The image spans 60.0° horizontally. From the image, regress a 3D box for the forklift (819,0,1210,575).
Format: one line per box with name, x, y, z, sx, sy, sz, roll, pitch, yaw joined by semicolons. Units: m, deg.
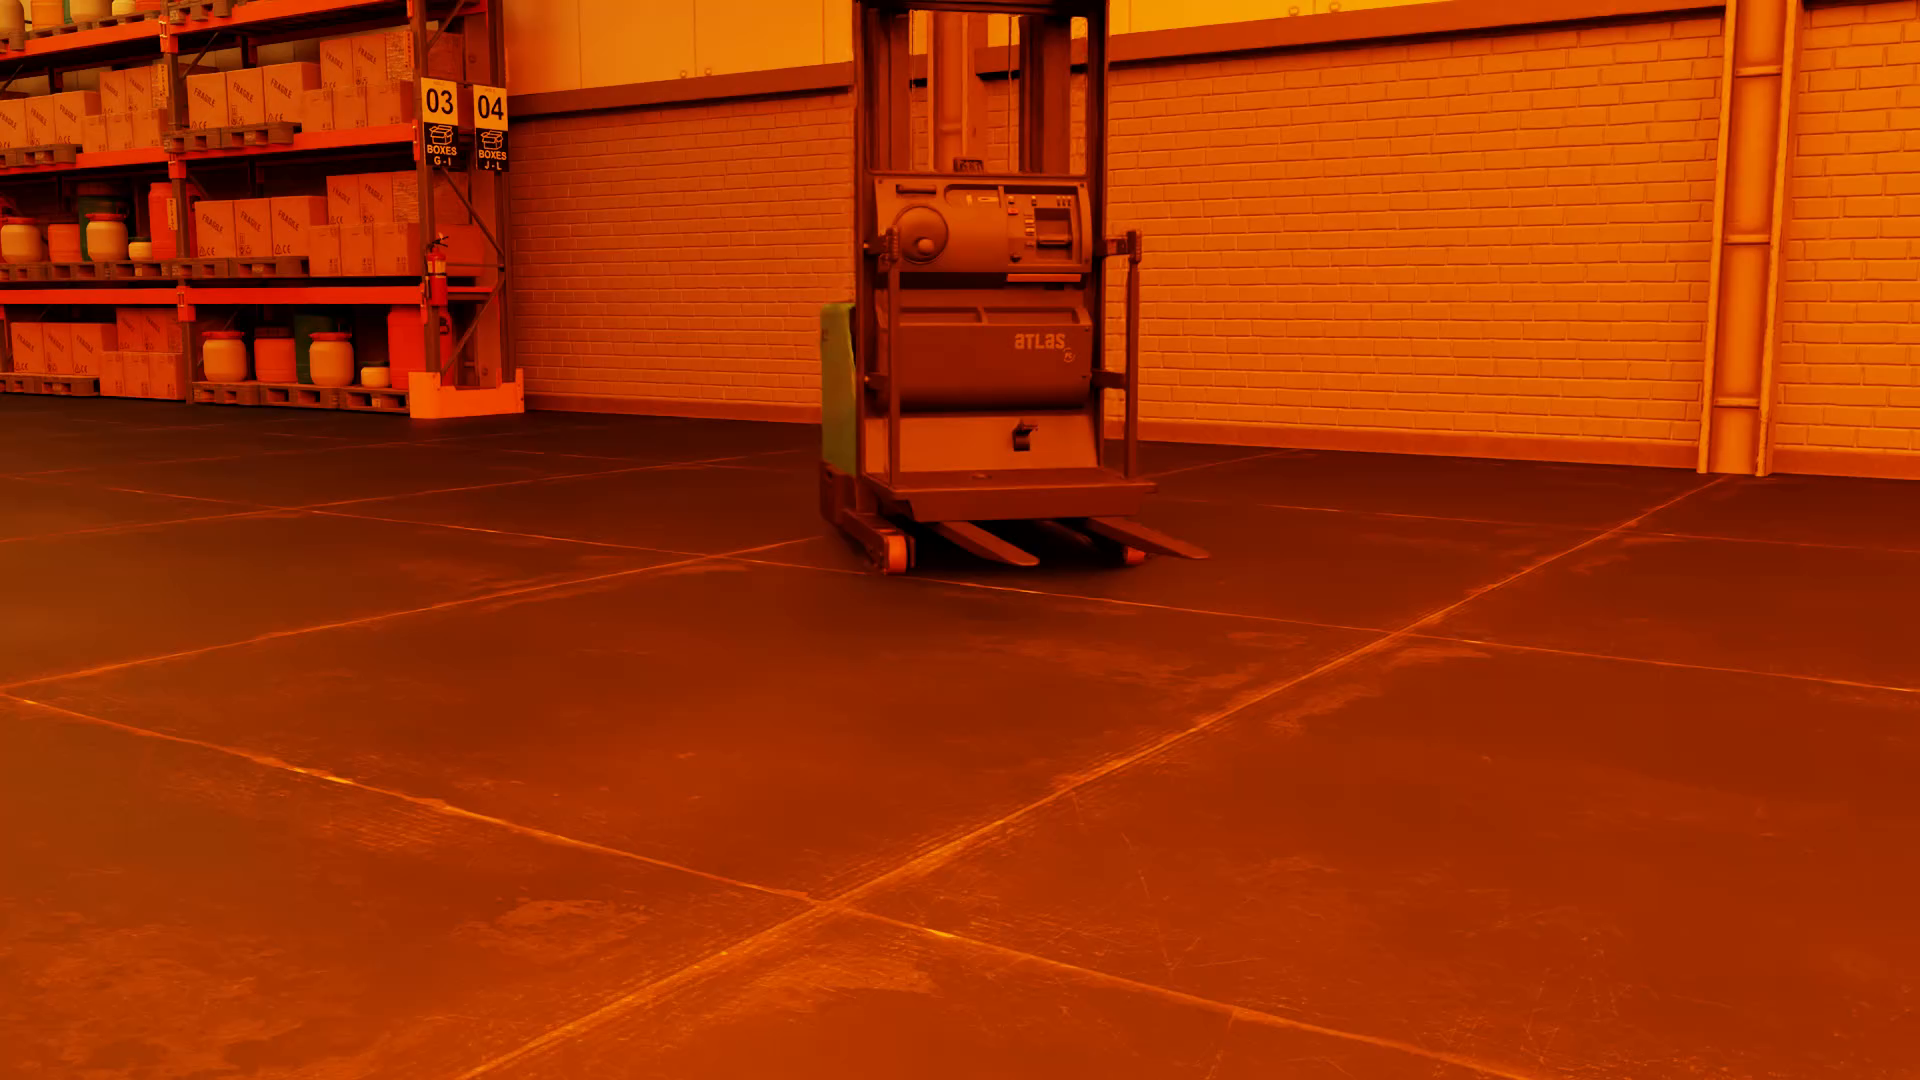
forklift;0.154;-1.368;6.811;1.130;2.935;3.031;-2;8;-14
